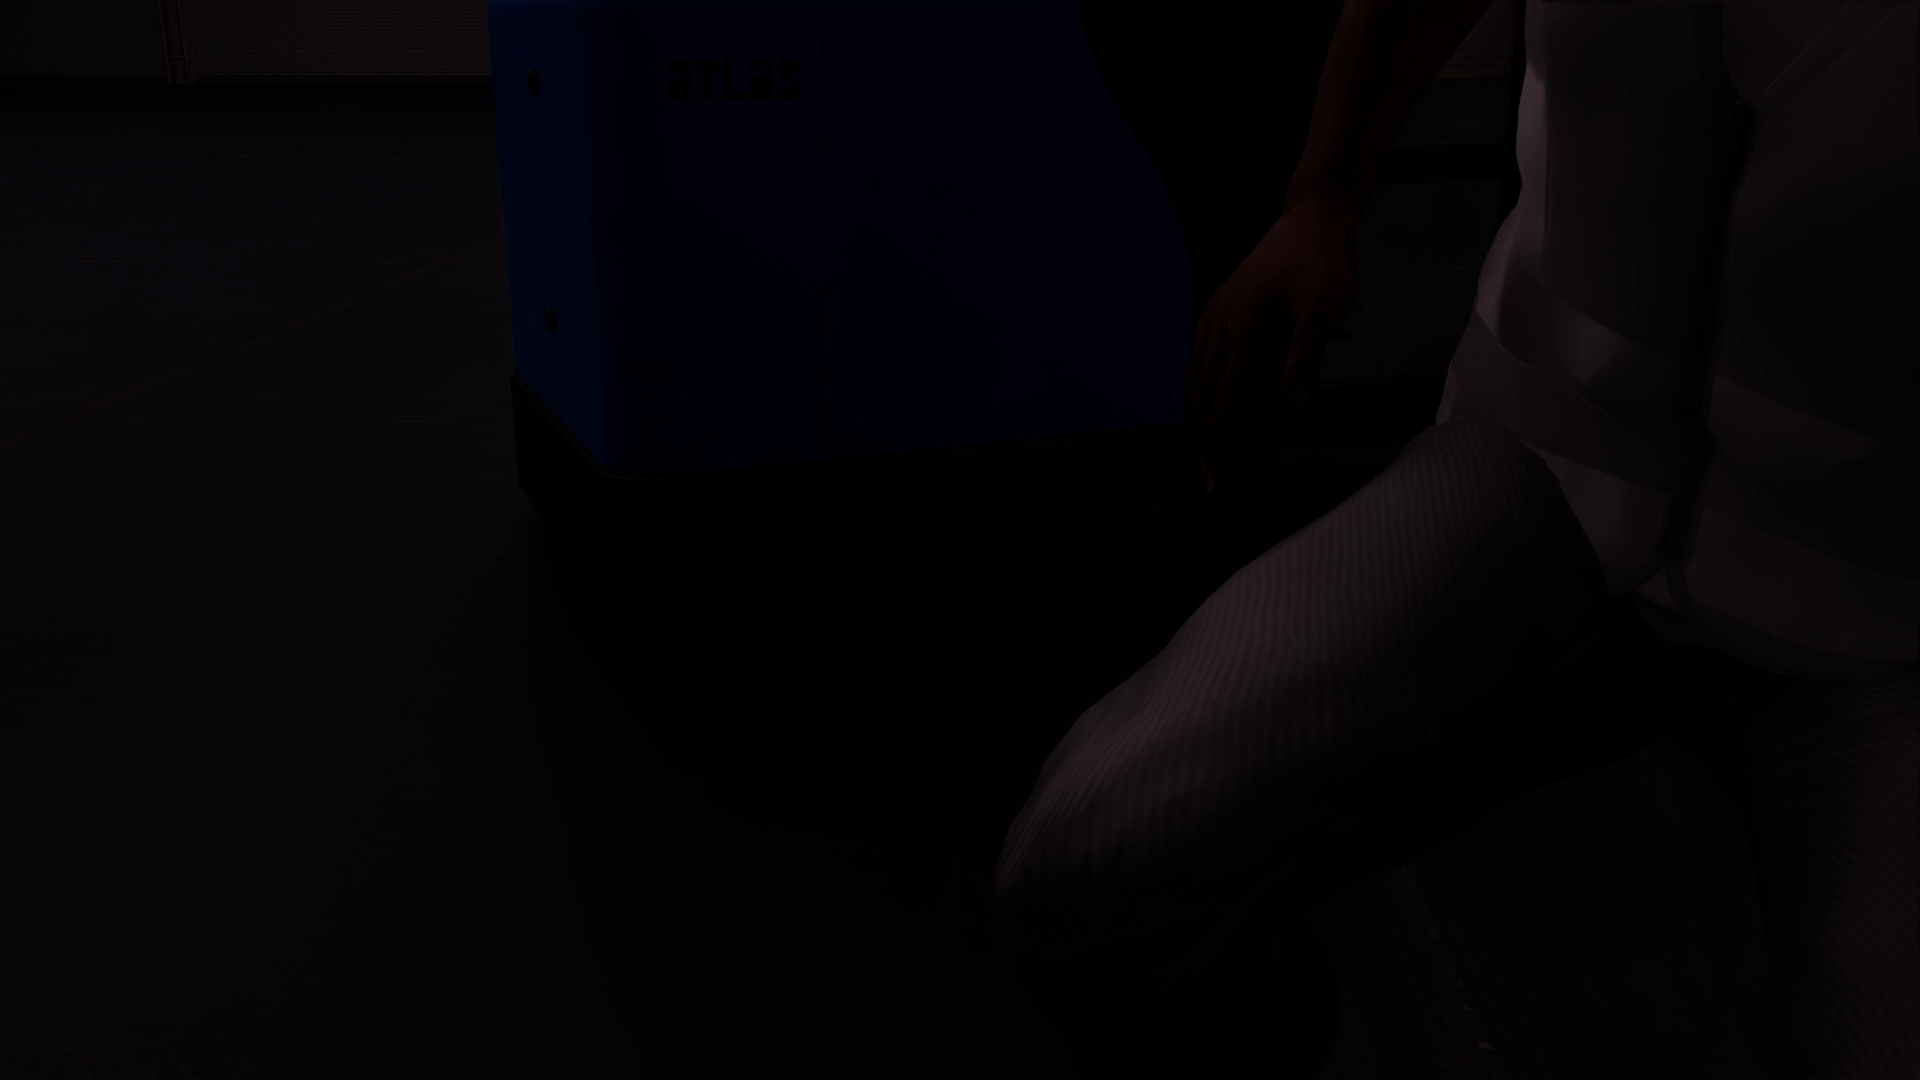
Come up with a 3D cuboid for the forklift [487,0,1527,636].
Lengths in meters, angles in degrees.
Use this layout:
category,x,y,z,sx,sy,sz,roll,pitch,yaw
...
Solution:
category,x,y,z,sx,sy,sz,roll,pitch,yaw
forklift,0.630,-1.510,3.292,3.031,2.935,1.130,-7,19,-23
